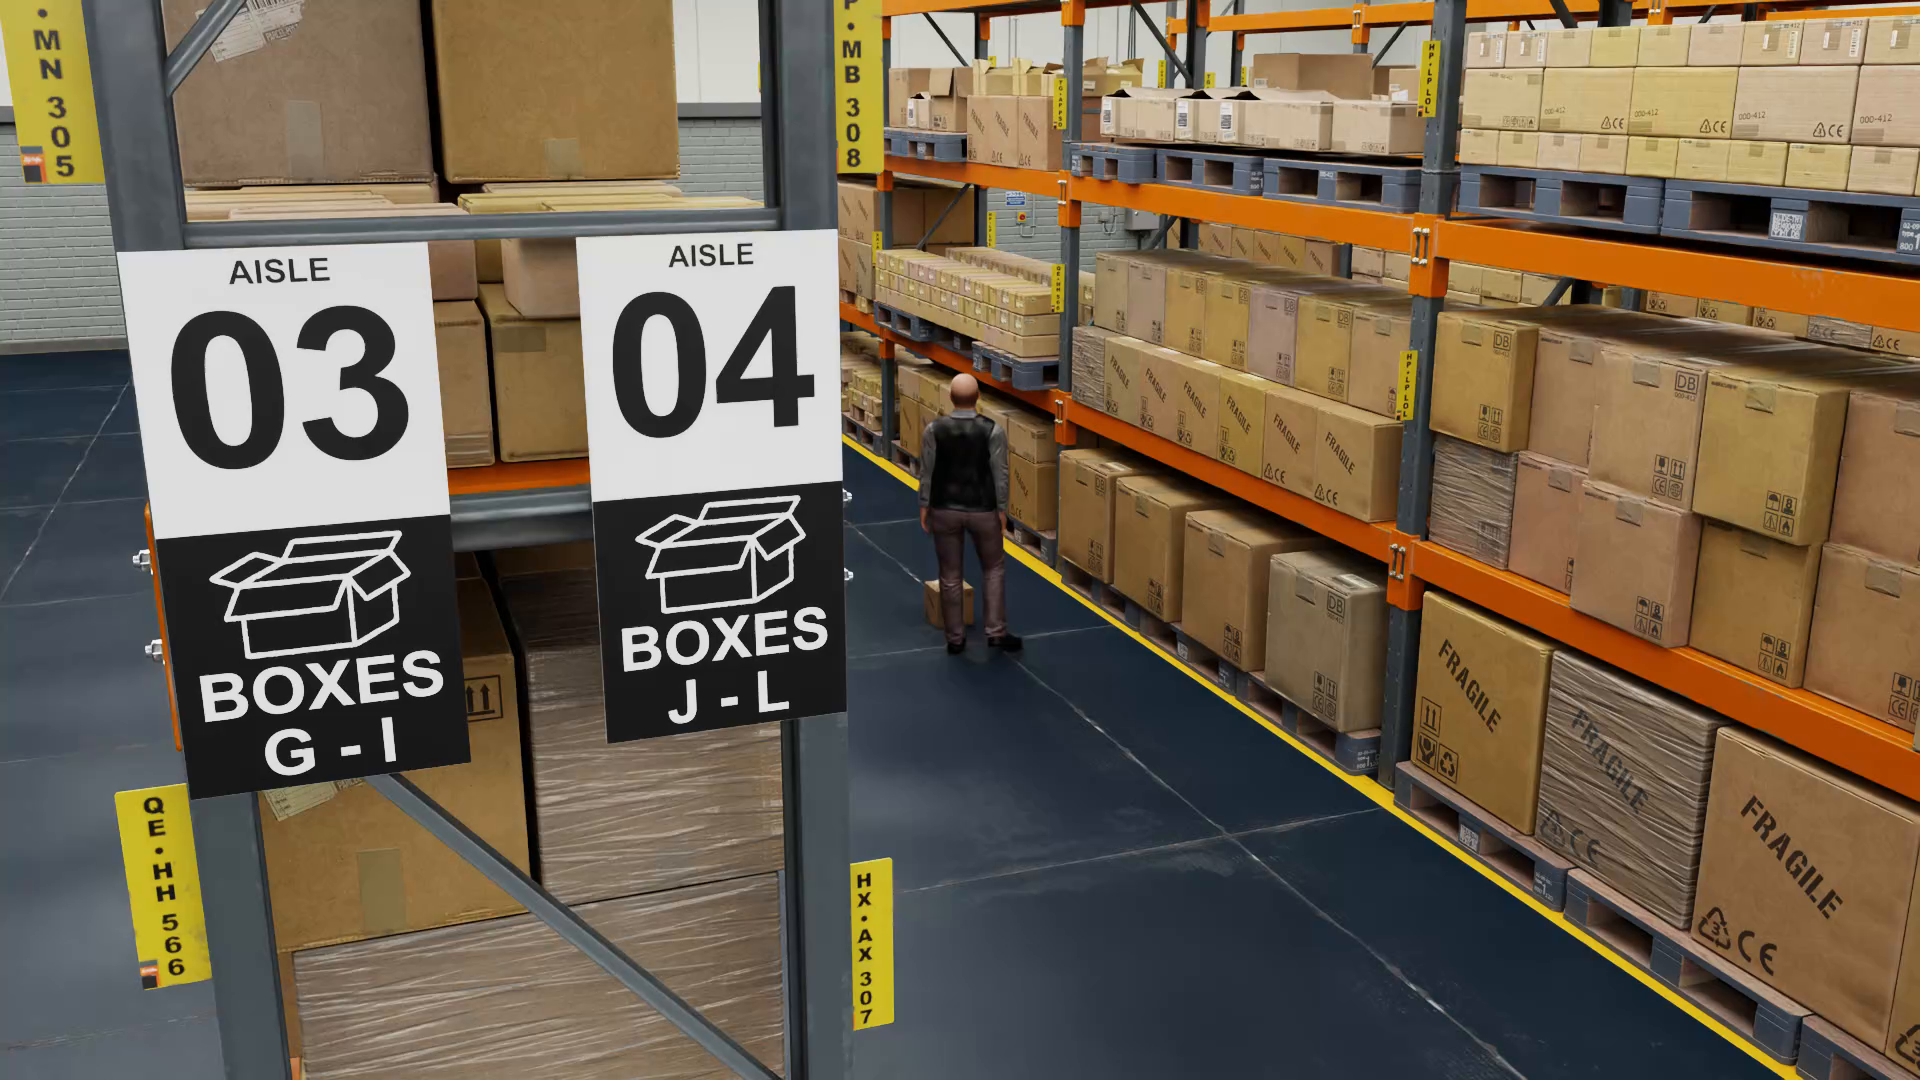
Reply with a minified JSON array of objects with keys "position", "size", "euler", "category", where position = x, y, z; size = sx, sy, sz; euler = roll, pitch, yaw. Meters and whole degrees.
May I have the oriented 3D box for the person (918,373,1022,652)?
[{"position":[0.063,-0.159,10.147],"size":[0.647,1.736,0.354],"euler":[0,15,2],"category":"person"}]
